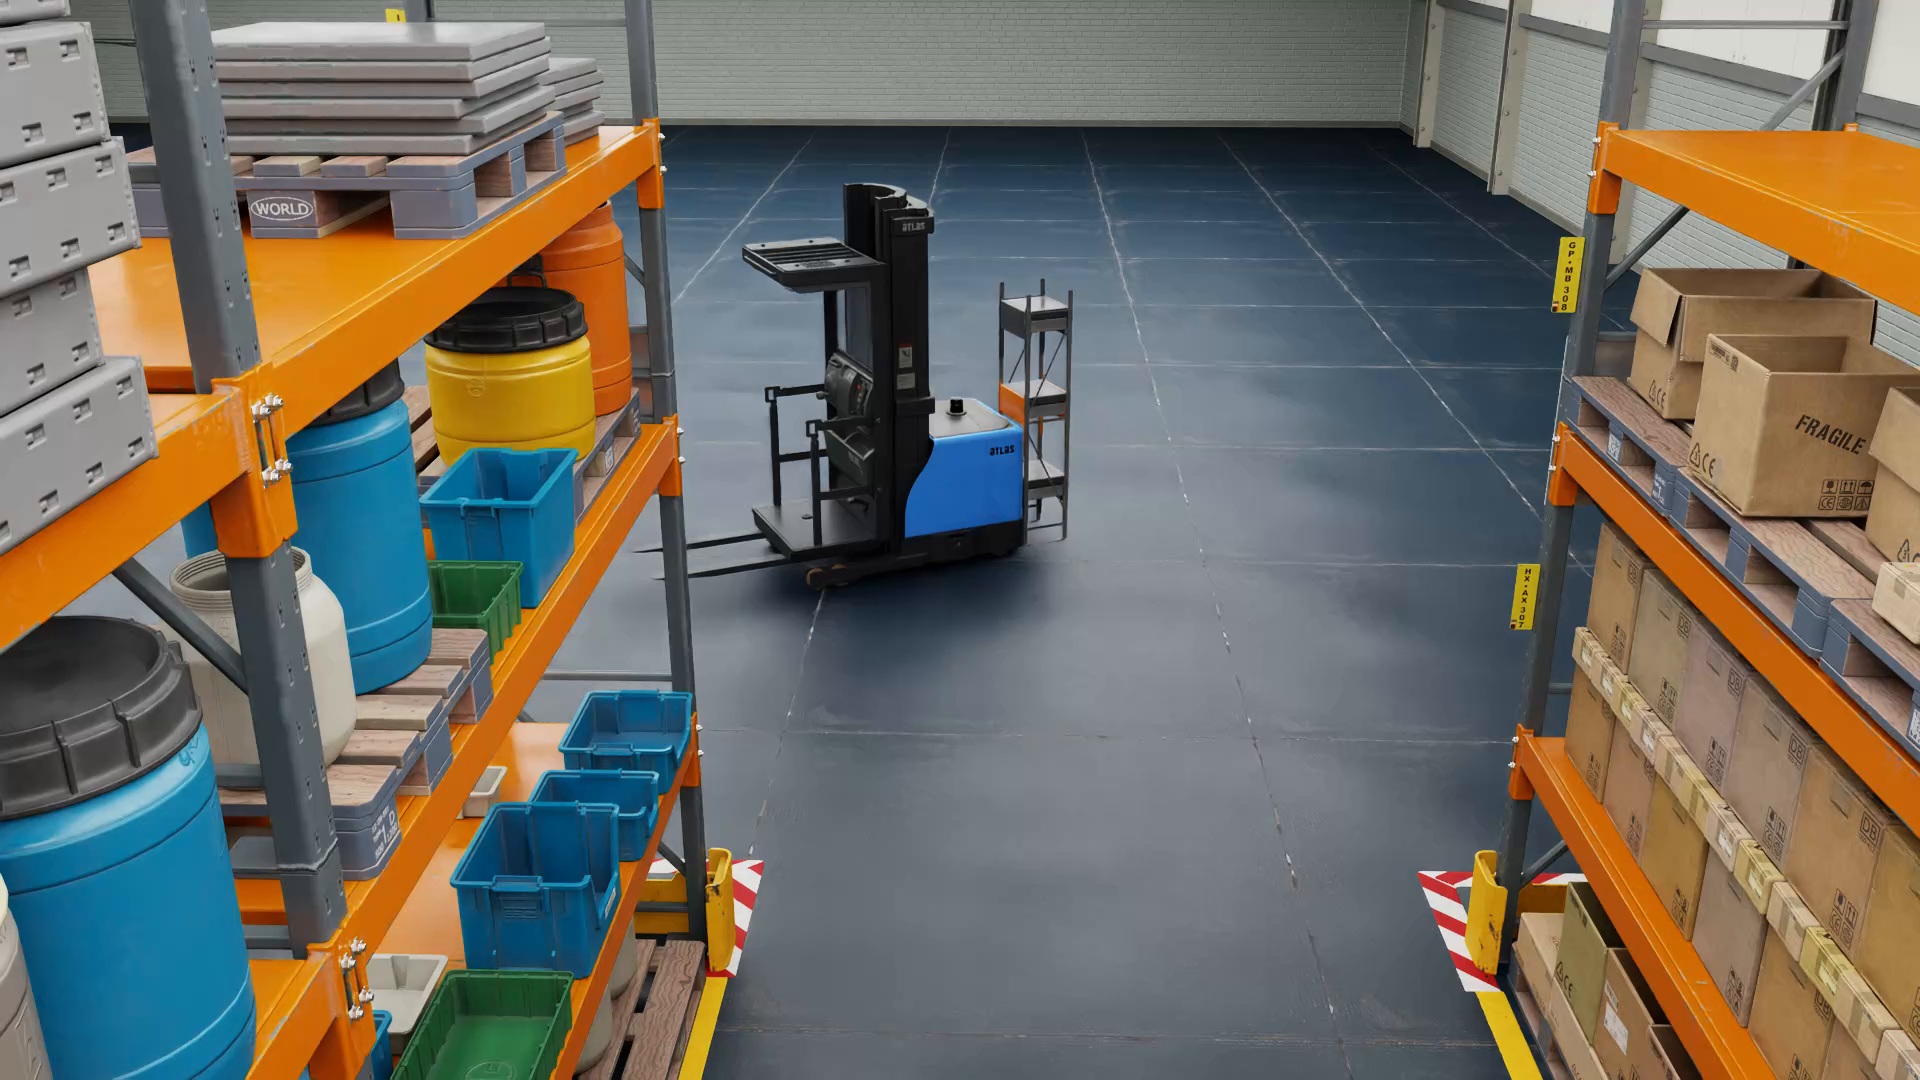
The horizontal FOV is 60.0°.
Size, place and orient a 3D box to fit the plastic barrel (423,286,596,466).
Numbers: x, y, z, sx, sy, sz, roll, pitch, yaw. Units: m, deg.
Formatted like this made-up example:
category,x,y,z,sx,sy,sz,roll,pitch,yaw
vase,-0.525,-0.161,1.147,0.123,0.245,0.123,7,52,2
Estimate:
category,x,y,z,sx,sy,sz,roll,pitch,yaw
plastic barrel,-1.691,-0.612,6.265,0.600,0.588,0.600,0,21,0

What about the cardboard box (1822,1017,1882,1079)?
category,x,y,z,sx,sy,sz,roll,pitch,yaw
cardboard box,3.063,1.761,4.999,0.700,0.500,0.500,0,21,1

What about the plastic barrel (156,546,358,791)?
category,x,y,z,sx,sy,sz,roll,pitch,yaw
plastic barrel,-1.696,0.303,4.013,0.421,0.512,0.421,0,21,0

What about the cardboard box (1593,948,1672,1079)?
category,x,y,z,sx,sy,sz,roll,pitch,yaw
cardboard box,2.913,2.002,6.699,0.500,0.500,0.500,1,21,2

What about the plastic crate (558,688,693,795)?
category,x,y,z,sx,sy,sz,roll,pitch,yaw
plastic crate,-1.500,0.910,7.535,0.499,0.251,0.616,1,21,2

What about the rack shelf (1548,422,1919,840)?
category,x,y,z,sx,sy,sz,roll,pitch,yaw
rack shelf,3.107,0.373,5.563,1.077,0.370,4.000,1,21,2

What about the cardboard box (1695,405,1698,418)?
category,x,y,z,sx,sy,sz,roll,pitch,yaw
cardboard box,2.955,-0.406,6.150,0.380,0.149,0.250,1,21,2

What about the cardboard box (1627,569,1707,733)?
category,x,y,z,sx,sy,sz,roll,pitch,yaw
cardboard box,3.128,0.439,6.612,0.700,0.500,0.500,0,21,0

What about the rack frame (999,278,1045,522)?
category,x,y,z,sx,sy,sz,roll,pitch,yaw
rack frame,0.503,-1.116,13.796,0.400,2.100,0.015,-9,23,-22

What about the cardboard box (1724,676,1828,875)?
category,x,y,z,sx,sy,sz,roll,pitch,yaw
cardboard box,3.099,0.802,5.676,0.700,0.500,0.500,1,21,2

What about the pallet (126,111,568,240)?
category,x,y,z,sx,sy,sz,roll,pitch,yaw
pallet,-1.873,-1.160,5.186,1.003,0.211,1.213,1,21,2

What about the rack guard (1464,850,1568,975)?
category,x,y,z,sx,sy,sz,roll,pitch,yaw
rack guard,3.168,1.869,8.314,1.175,0.500,0.348,1,21,2

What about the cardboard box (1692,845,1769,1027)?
category,x,y,z,sx,sy,sz,roll,pitch,yaw
cardboard box,3.096,1.394,5.944,0.700,0.500,0.500,1,21,3

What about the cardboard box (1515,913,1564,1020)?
category,x,y,z,sx,sy,sz,roll,pitch,yaw
cardboard box,2.929,1.990,7.767,0.500,0.250,0.500,1,21,2

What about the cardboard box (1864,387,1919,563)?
category,x,y,z,sx,sy,sz,roll,pitch,yaw
cardboard box,3.222,-0.143,4.980,0.797,0.503,0.637,3,21,8

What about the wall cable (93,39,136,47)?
category,x,y,z,sx,sy,sz,roll,pitch,yaw
wall cable,-20.199,-12.565,38.058,3.097,2.526,0.112,1,21,2

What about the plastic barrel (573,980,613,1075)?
category,x,y,z,sx,sy,sz,roll,pitch,yaw
plastic barrel,-1.742,2.041,7.275,0.421,0.512,0.421,0,21,0

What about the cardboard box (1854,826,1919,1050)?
category,x,y,z,sx,sy,sz,roll,pitch,yaw
cardboard box,3.067,1.164,4.744,0.700,0.500,0.500,1,21,1

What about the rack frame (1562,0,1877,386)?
category,x,y,z,sx,sy,sz,roll,pitch,yaw
rack frame,3.167,-2.084,6.754,1.000,3.000,0.127,1,21,2

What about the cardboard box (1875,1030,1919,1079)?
category,x,y,z,sx,sy,sz,roll,pitch,yaw
cardboard box,2.855,1.525,4.710,0.380,0.149,0.250,0,21,0

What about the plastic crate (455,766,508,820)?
category,x,y,z,sx,sy,sz,roll,pitch,yaw
plastic crate,-2.132,1.100,7.206,0.298,0.136,0.250,1,21,2

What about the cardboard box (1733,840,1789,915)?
category,x,y,z,sx,sy,sz,roll,pitch,yaw
cardboard box,2.885,1.154,5.667,0.380,0.149,0.250,1,21,3

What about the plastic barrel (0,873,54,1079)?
category,x,y,z,sx,sy,sz,roll,pitch,yaw
plastic barrel,-1.724,0.894,2.533,0.600,0.901,0.600,0,21,0

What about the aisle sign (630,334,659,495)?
category,x,y,z,sx,sy,sz,roll,pitch,yaw
aisle sign,-1.484,-0.578,7.572,0.394,0.787,0.004,1,21,2

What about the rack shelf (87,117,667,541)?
category,x,y,z,sx,sy,sz,roll,pitch,yaw
rack shelf,-1.844,-0.895,5.237,1.077,0.370,4.000,1,21,2

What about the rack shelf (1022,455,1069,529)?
category,x,y,z,sx,sy,sz,roll,pitch,yaw
rack shelf,0.602,-0.370,13.846,0.431,0.518,0.480,-9,23,-22

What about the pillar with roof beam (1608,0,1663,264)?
category,x,y,z,sx,sy,sz,roll,pitch,yaw
pillar with roof beam,5.207,-8.324,22.836,9.100,9.000,0.400,1,21,2

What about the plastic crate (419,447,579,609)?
category,x,y,z,sx,sy,sz,roll,pitch,yaw
plastic crate,-1.541,-0.042,5.658,0.392,0.384,0.575,1,21,2

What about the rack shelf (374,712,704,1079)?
category,x,y,z,sx,sy,sz,roll,pitch,yaw
rack shelf,-1.844,1.715,6.250,1.077,0.370,4.000,1,21,2

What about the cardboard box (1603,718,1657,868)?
category,x,y,z,sx,sy,sz,roll,pitch,yaw
cardboard box,3.129,1.024,6.897,0.700,0.500,0.500,1,21,3

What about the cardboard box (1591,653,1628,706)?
category,x,y,z,sx,sy,sz,roll,pitch,yaw
cardboard box,2.935,0.598,7.098,0.380,0.149,0.250,0,21,0

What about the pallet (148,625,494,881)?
category,x,y,z,sx,sy,sz,roll,pitch,yaw
pallet,-1.981,0.531,4.423,1.213,0.211,1.003,1,21,2

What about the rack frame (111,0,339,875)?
category,x,y,z,sx,sy,sz,roll,pitch,yaw
rack frame,-1.905,-0.694,3.171,1.000,3.000,0.127,1,21,2

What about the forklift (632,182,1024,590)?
category,x,y,z,sx,sy,sz,roll,pitch,yaw
forklift,-1.048,-1.197,12.857,3.031,2.935,1.130,-9,23,-22

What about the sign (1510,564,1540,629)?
category,x,y,z,sx,sy,sz,roll,pitch,yaw
sign,2.613,0.264,7.690,0.100,0.325,0.005,1,21,2

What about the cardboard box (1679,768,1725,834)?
category,x,y,z,sx,sy,sz,roll,pitch,yaw
cardboard box,2.903,0.969,6.144,0.380,0.149,0.250,0,21,1

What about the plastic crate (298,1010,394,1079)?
category,x,y,z,sx,sy,sz,roll,pitch,yaw
plastic crate,-2.143,1.769,5.322,0.499,0.251,0.616,1,21,2

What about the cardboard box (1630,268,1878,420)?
category,x,y,z,sx,sy,sz,roll,pitch,yaw
cardboard box,3.146,-0.787,6.641,0.797,0.503,0.637,2,21,5

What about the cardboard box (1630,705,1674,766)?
category,x,y,z,sx,sy,sz,roll,pitch,yaw
cardboard box,2.916,0.780,6.631,0.380,0.149,0.250,0,21,1

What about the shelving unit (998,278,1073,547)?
category,x,y,z,sx,sy,sz,roll,pitch,yaw
shelving unit,0.602,-1.035,13.588,0.431,2.100,0.503,-9,23,-22

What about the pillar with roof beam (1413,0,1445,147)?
category,x,y,z,sx,sy,sz,roll,pitch,yaw
pillar with roof beam,5.572,-12.663,34.018,9.100,9.000,0.400,1,21,2

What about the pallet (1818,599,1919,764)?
category,x,y,z,sx,sy,sz,roll,pitch,yaw
pallet,3.046,0.493,4.381,1.003,0.211,1.213,1,21,2

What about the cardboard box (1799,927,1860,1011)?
category,x,y,z,sx,sy,sz,roll,pitch,yaw
cardboard box,2.873,1.341,5.184,0.380,0.149,0.250,1,21,1

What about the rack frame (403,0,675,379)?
category,x,y,z,sx,sy,sz,roll,pitch,yaw
rack frame,-1.783,-2.140,6.898,1.000,3.000,0.127,1,21,2

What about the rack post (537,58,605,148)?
category,x,y,z,sx,sy,sz,roll,pitch,yaw
rack post,-1.934,-1.635,6.288,0.937,0.300,0.954,3,21,7

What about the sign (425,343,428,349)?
category,x,y,z,sx,sy,sz,roll,pitch,yaw
sign,-2.333,-0.754,7.459,0.100,0.325,0.005,1,21,2

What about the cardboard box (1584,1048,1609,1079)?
category,x,y,z,sx,sy,sz,roll,pitch,yaw
cardboard box,2.902,2.352,6.835,0.500,0.250,0.500,1,21,2

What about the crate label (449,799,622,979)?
category,x,y,z,sx,sy,sz,roll,pitch,yaw
crate label,-1.569,1.309,6.254,0.502,0.435,0.616,1,21,2

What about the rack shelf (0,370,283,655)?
category,x,y,z,sx,sy,sz,roll,pitch,yaw
rack shelf,-1.966,0.551,1.509,1.077,0.370,4.000,1,21,2

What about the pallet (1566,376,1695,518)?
category,x,y,z,sx,sy,sz,roll,pitch,yaw
pallet,3.120,-0.389,6.655,1.003,0.211,1.213,1,21,2
